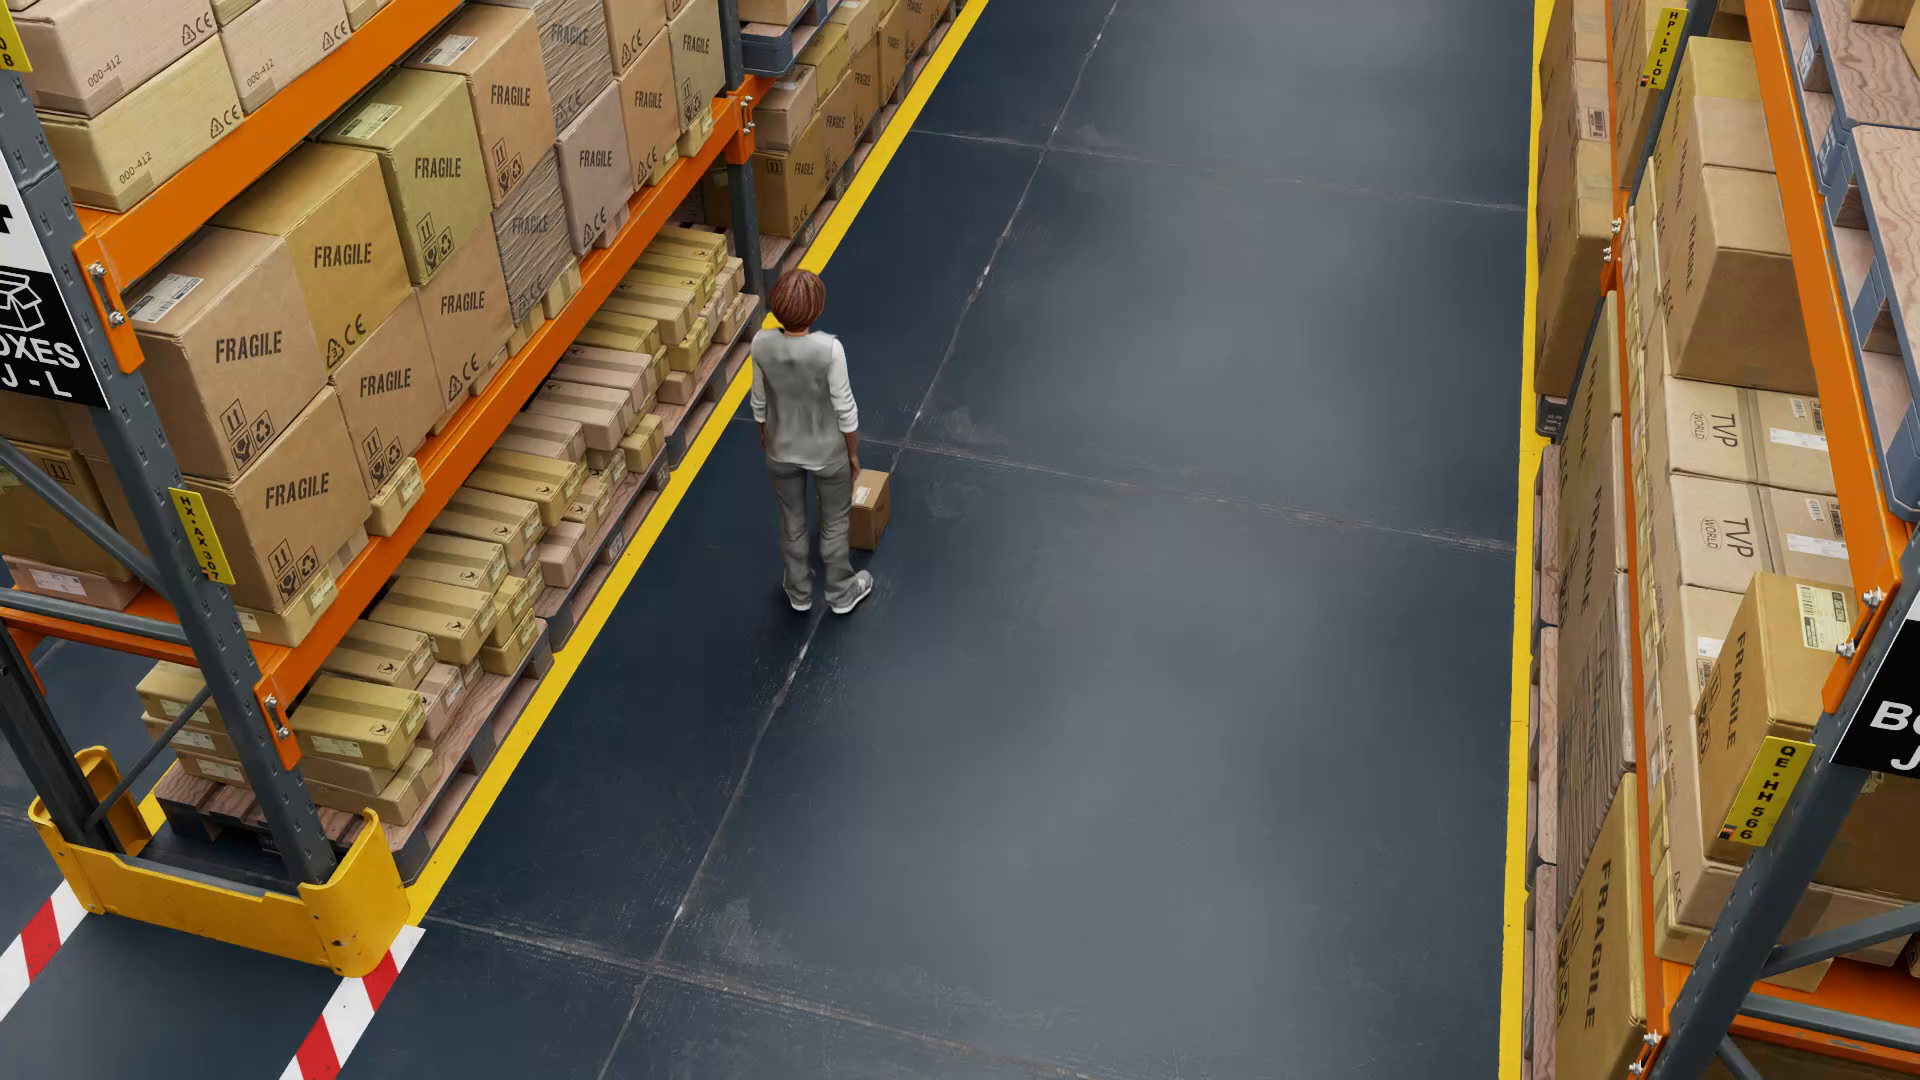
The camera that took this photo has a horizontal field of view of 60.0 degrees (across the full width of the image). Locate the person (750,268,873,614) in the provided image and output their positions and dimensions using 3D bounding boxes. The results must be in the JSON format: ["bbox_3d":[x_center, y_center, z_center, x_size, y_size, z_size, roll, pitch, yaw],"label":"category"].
[{"bbox_3d":[-0.599,-0.358,6.542,0.430,1.601,0.311,6,42,6],"label":"person"}]
